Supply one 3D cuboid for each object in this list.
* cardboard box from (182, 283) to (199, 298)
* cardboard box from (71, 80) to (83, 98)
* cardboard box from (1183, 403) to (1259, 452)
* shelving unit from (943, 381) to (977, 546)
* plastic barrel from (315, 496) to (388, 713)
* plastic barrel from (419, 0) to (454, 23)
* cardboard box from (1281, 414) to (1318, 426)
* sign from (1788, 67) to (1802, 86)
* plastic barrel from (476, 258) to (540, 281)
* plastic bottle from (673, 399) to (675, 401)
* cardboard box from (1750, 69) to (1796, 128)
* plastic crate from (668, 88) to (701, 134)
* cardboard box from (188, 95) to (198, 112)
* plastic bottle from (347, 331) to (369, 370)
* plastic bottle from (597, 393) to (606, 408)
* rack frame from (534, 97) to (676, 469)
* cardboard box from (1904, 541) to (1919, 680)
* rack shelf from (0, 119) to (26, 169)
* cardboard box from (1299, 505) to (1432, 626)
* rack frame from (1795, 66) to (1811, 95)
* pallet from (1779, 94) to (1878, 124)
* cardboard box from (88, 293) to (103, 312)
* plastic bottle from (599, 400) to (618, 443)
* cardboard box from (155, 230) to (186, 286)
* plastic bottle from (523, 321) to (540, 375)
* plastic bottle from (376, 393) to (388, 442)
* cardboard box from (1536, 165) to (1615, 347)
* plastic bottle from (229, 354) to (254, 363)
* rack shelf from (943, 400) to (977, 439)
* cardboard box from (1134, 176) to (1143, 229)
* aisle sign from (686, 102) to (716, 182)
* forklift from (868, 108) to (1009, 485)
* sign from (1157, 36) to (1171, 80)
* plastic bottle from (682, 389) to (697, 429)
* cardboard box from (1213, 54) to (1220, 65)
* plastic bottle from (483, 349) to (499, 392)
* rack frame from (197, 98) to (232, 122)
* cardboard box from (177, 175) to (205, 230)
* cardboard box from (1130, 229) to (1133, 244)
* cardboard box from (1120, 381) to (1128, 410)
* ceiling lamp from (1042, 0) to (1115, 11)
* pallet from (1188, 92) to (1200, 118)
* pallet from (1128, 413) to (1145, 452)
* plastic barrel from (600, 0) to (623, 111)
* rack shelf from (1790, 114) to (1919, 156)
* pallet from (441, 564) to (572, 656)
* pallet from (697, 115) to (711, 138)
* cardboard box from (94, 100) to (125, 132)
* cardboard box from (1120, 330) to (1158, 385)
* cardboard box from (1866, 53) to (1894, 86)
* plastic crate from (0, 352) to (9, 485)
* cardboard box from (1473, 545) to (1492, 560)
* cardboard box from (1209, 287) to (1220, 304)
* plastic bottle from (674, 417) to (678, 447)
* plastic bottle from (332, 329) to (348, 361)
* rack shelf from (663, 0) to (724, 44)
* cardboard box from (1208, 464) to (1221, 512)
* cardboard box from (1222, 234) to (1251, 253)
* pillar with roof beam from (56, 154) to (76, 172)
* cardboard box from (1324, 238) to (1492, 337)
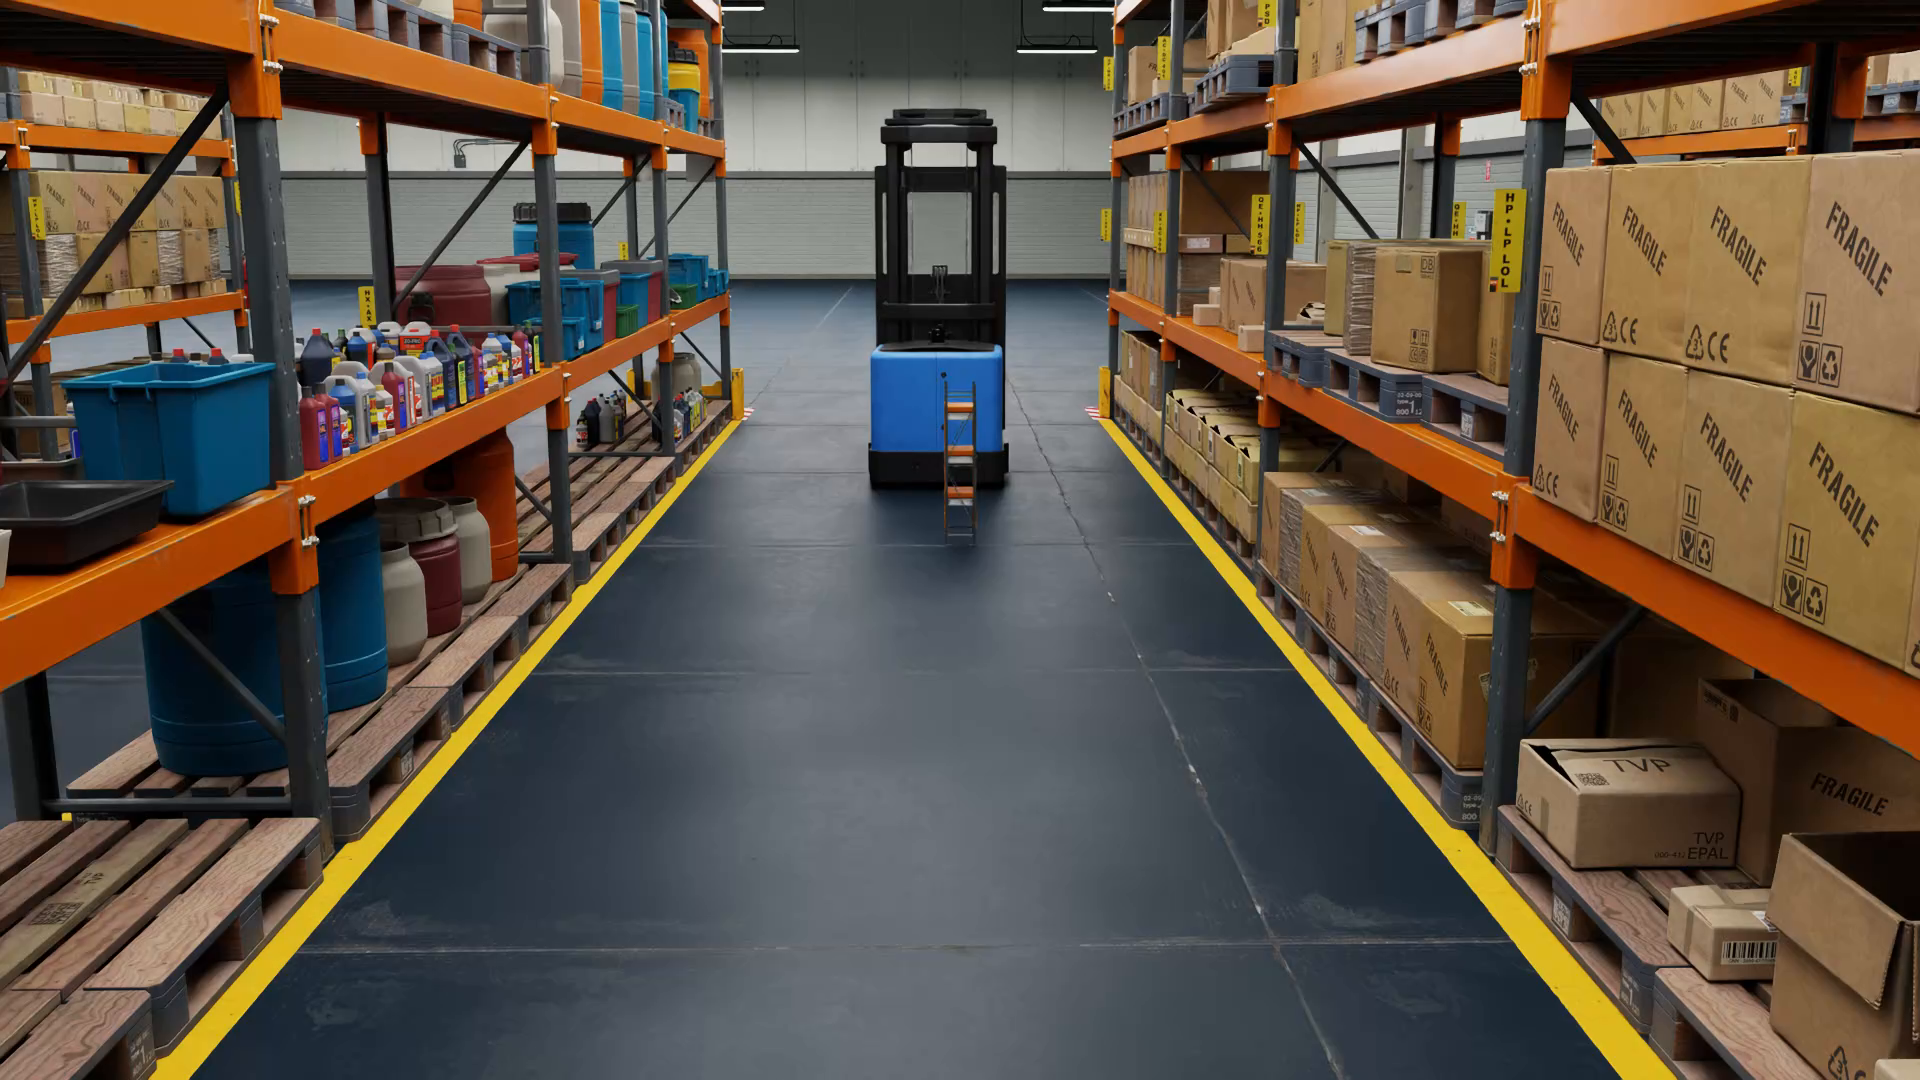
[{"bbox_3d":[-7.584,-2.409,16.023,0.380,0.149,0.250,0,11,-1],"label":"cardboard box"},{"bbox_3d":[-7.569,-3.755,13.855,0.380,0.149,0.250,0,11,1],"label":"cardboard box"},{"bbox_3d":[1.917,-0.830,12.053,0.500,0.311,0.500,-1,11,-3],"label":"cardboard box"},{"bbox_3d":[0.001,-0.504,10.902,0.215,1.050,0.252,0,11,-1],"label":"shelving unit"},{"bbox_3d":[-2.656,0.201,6.743,0.600,0.901,0.708,0,11,-1],"label":"plastic barrel"},{"bbox_3d":[-2.561,-2.563,7.895,0.301,0.262,0.301,0,11,0],"label":"plastic barrel"},{"bbox_3d":[2.467,-0.733,11.578,0.500,0.311,0.500,0,11,-2],"label":"cardboard box"},{"bbox_3d":[6.550,-3.723,13.020,0.100,0.325,0.005,0,11,-1],"label":"sign"},{"bbox_3d":[-2.988,-1.606,11.090,0.433,0.535,0.433,0,11,0],"label":"plastic barrel"},{"bbox_3d":[-2.574,-1.122,14.788,0.152,0.276,0.135,0,11,-1],"label":"plastic bottle"},{"bbox_3d":[6.835,-3.632,13.570,0.500,0.500,0.500,0,11,0],"label":"cardboard box"},{"bbox_3d":[-2.555,-3.842,14.948,0.392,0.384,0.575,0,11,-1],"label":"plastic crate"},{"bbox_3d":[-7.526,-4.169,15.895,0.380,0.149,0.250,-1,11,-4],"label":"cardboard box"},{"bbox_3d":[-2.998,-0.902,8.284,0.097,0.271,0.097,0,11,0],"label":"plastic bottle"},{"bbox_3d":[-3.124,-1.109,14.537,0.144,0.351,0.185,0,11,-2],"label":"plastic bottle"},{"bbox_3d":[-2.812,-1.962,13.188,1.000,3.000,0.127,0,11,-1],"label":"rack frame"},{"bbox_3d":[2.088,0.064,2.947,0.500,0.500,0.500,0,11,-1],"label":"cardboard box"},{"bbox_3d":[-7.723,-2.662,10.901,1.077,0.370,4.000,0,11,-1],"label":"rack shelf"},{"bbox_3d":[1.968,0.118,8.114,0.500,0.500,0.500,0,11,-2],"label":"cardboard box"},{"bbox_3d":[7.093,-4.943,12.792,1.000,3.000,0.127,0,11,-1],"label":"rack frame"},{"bbox_3d":[6.999,-3.258,12.502,1.213,0.211,1.003,0,11,-1],"label":"pallet"},{"bbox_3d":[-7.508,-2.012,14.064,0.380,0.149,0.250,0,11,-1],"label":"cardboard box"},{"bbox_3d":[-2.970,-1.007,14.035,0.144,0.351,0.185,0,11,-1],"label":"plastic bottle"},{"bbox_3d":[-7.766,-2.624,15.449,0.875,0.500,0.500,0,11,-1],"label":"cardboard box"},{"bbox_3d":[-2.295,-1.031,8.892,0.061,0.283,0.133,0,11,-1],"label":"plastic bottle"},{"bbox_3d":[-2.260,-0.484,6.398,0.097,0.201,0.097,0,11,0],"label":"plastic bottle"},{"bbox_3d":[2.034,-0.836,4.869,0.500,0.500,0.500,0,11,0],"label":"cardboard box"},{"bbox_3d":[-3.004,-0.634,6.952,0.152,0.276,0.135,0,11,-1],"label":"plastic bottle"},{"bbox_3d":[0.001,-0.772,10.848,0.215,0.259,0.240,0,11,-1],"label":"rack shelf"},{"bbox_3d":[2.072,-3.254,16.040,0.700,0.500,0.500,-1,11,-3],"label":"cardboard box"},{"bbox_3d":[-2.599,-4.047,16.925,0.394,0.787,0.004,0,11,-1],"label":"aisle sign"},{"bbox_3d":[-0.154,-2.114,14.105,1.130,2.935,3.031,0,11,1],"label":"forklift"},{"bbox_3d":[1.585,-3.742,12.914,0.100,0.325,0.005,0,11,-1],"label":"sign"},{"bbox_3d":[-2.427,-1.164,14.808,0.144,0.351,0.185,0,11,-2],"label":"plastic bottle"},{"bbox_3d":[2.143,-3.462,12.355,0.500,0.250,0.500,1,12,5],"label":"cardboard box"},{"bbox_3d":[-2.296,-0.826,8.084,0.097,0.201,0.097,0,11,0],"label":"plastic bottle"},{"bbox_3d":[-7.847,-5.677,16.410,1.000,3.000,0.127,0,11,-1],"label":"rack frame"},{"bbox_3d":[-7.572,-3.214,15.844,0.500,0.500,0.500,0,11,-1],"label":"cardboard box"},{"bbox_3d":[1.862,-2.963,16.237,0.380,0.149,0.250,0,11,-1],"label":"cardboard box"},{"bbox_3d":[1.860,-1.429,16.416,0.500,0.250,0.500,0,11,-1],"label":"cardboard box"},{"bbox_3d":[2.578,-11.828,32.044,2.000,3.185,0.800,0,11,-1],"label":"ceiling lamp"},{"bbox_3d":[2.171,-3.183,12.141,0.805,0.209,1.217,-1,11,-3],"label":"pallet"},{"bbox_3d":[2.137,-1.017,15.540,1.003,0.211,1.213,0,11,-1],"label":"pallet"},{"bbox_3d":[-2.558,-3.318,11.064,0.600,0.901,0.708,0,11,-1],"label":"plastic barrel"},{"bbox_3d":[7.134,-2.723,11.202,1.077,0.370,4.000,0,11,-1],"label":"rack shelf"},{"bbox_3d":[-2.672,0.356,8.774,1.003,0.211,1.213,0,11,-1],"label":"pallet"},{"bbox_3d":[-2.976,-3.970,16.015,1.003,0.211,1.213,0,11,-1],"label":"pallet"},{"bbox_3d":[-7.533,-3.633,14.256,0.500,0.250,0.500,-1,11,-3],"label":"cardboard box"},{"bbox_3d":[1.858,-1.796,16.341,0.500,0.500,0.500,0,11,-1],"label":"cardboard box"},{"bbox_3d":[7.024,-3.619,12.501,0.500,0.500,0.500,1,12,7],"label":"cardboard box"},{"bbox_3d":[-2.879,-0.254,4.457,0.402,0.464,0.583,0,11,-1],"label":"plastic crate"},{"bbox_3d":[2.514,0.315,7.142,0.500,0.500,0.500,0,11,0],"label":"cardboard box"},{"bbox_3d":[2.194,-1.811,12.818,0.500,0.250,0.500,0,11,2],"label":"cardboard box"},{"bbox_3d":[-2.381,-0.906,13.736,0.097,0.271,0.097,0,11,0],"label":"plastic bottle"},{"bbox_3d":[-3.077,-0.904,8.264,0.061,0.283,0.133,0,11,-1],"label":"plastic bottle"},{"bbox_3d":[-2.854,-4.752,14.662,1.077,0.370,4.000,0,11,-1],"label":"rack shelf"},{"bbox_3d":[1.946,-0.351,11.105,0.500,0.250,0.500,0,11,0],"label":"cardboard box"},{"bbox_3d":[2.328,-2.403,13.477,0.380,0.149,0.250,0,11,-1],"label":"cardboard box"},{"bbox_3d":[-19.920,-11.455,44.887,9.100,9.000,0.548,0,11,-1],"label":"pillar with roof beam"},{"bbox_3d":[2.348,-1.317,8.699,0.700,0.500,0.500,-4,12,-20],"label":"cardboard box"}]
